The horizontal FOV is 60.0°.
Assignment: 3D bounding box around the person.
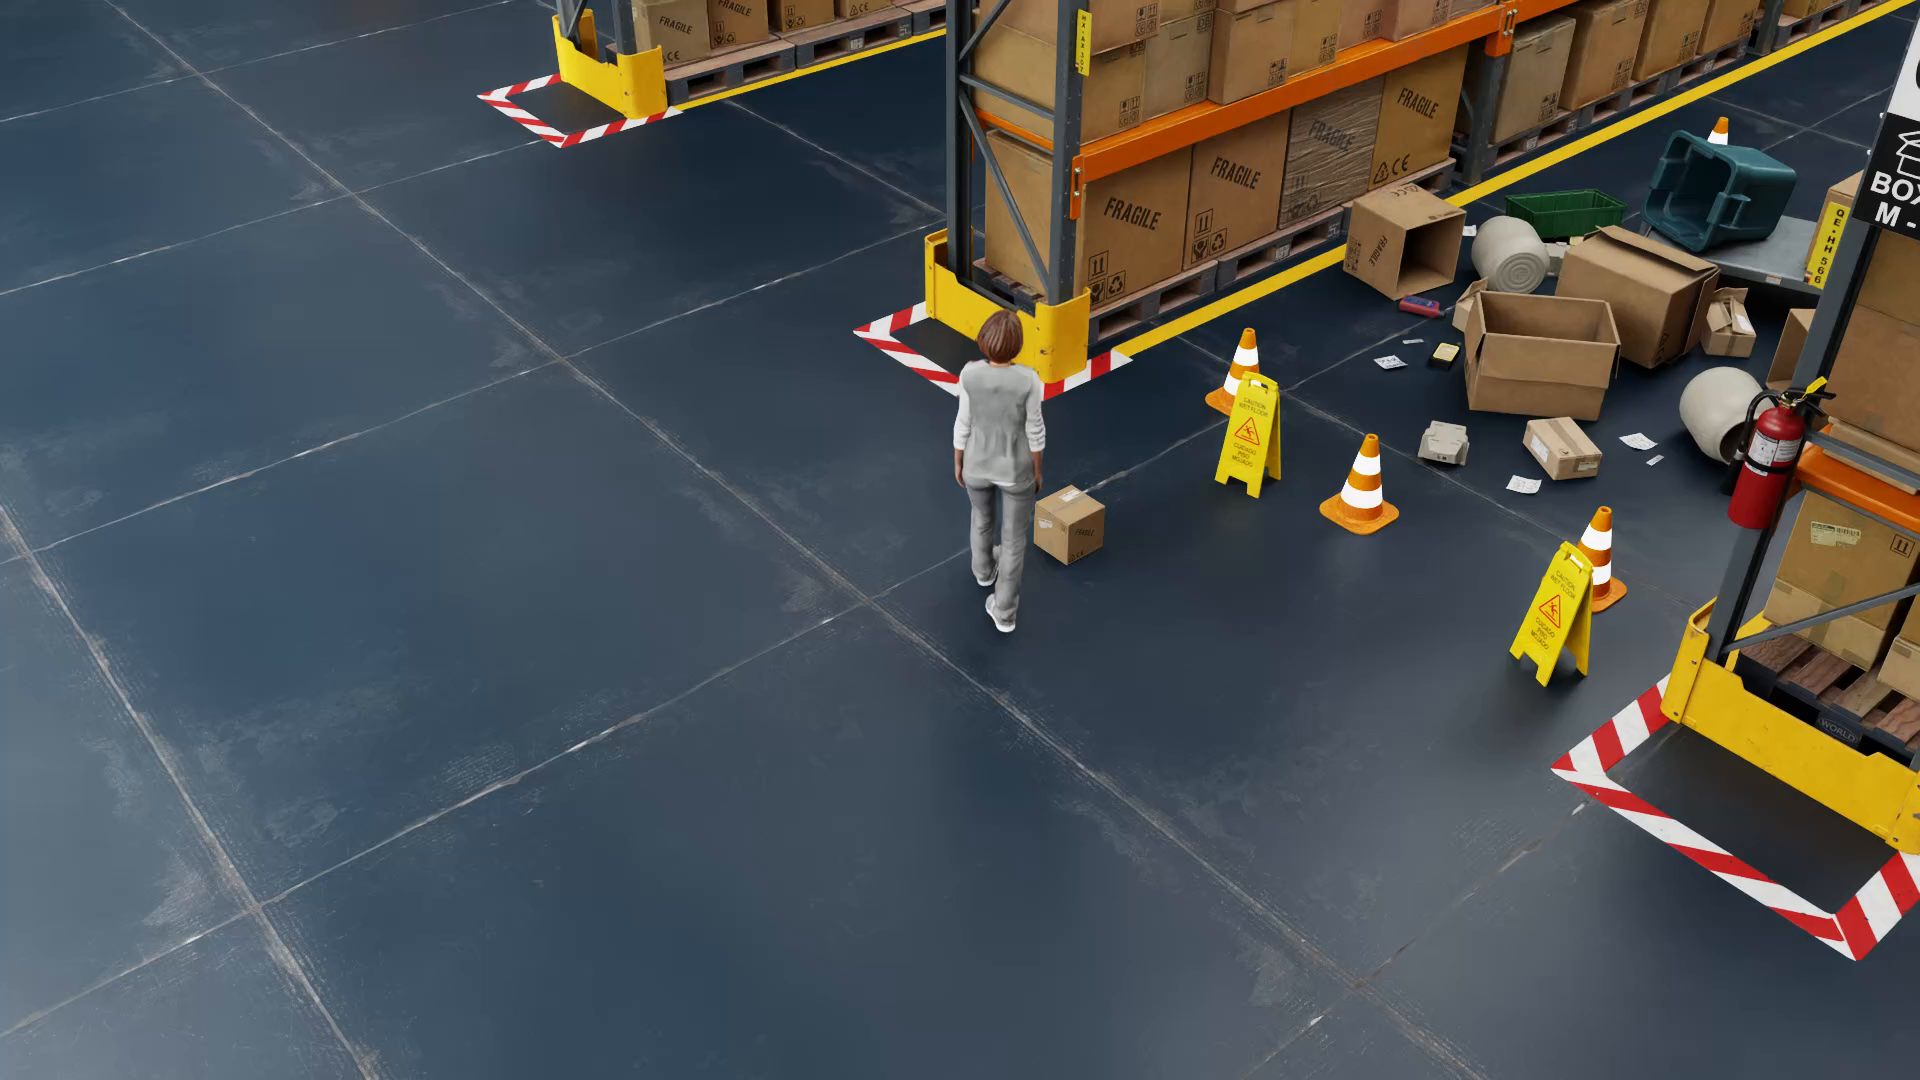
[{"bbox_3d":[0.196,-0.364,7.569,0.419,1.580,0.619,9,37,12],"label":"person"}]
